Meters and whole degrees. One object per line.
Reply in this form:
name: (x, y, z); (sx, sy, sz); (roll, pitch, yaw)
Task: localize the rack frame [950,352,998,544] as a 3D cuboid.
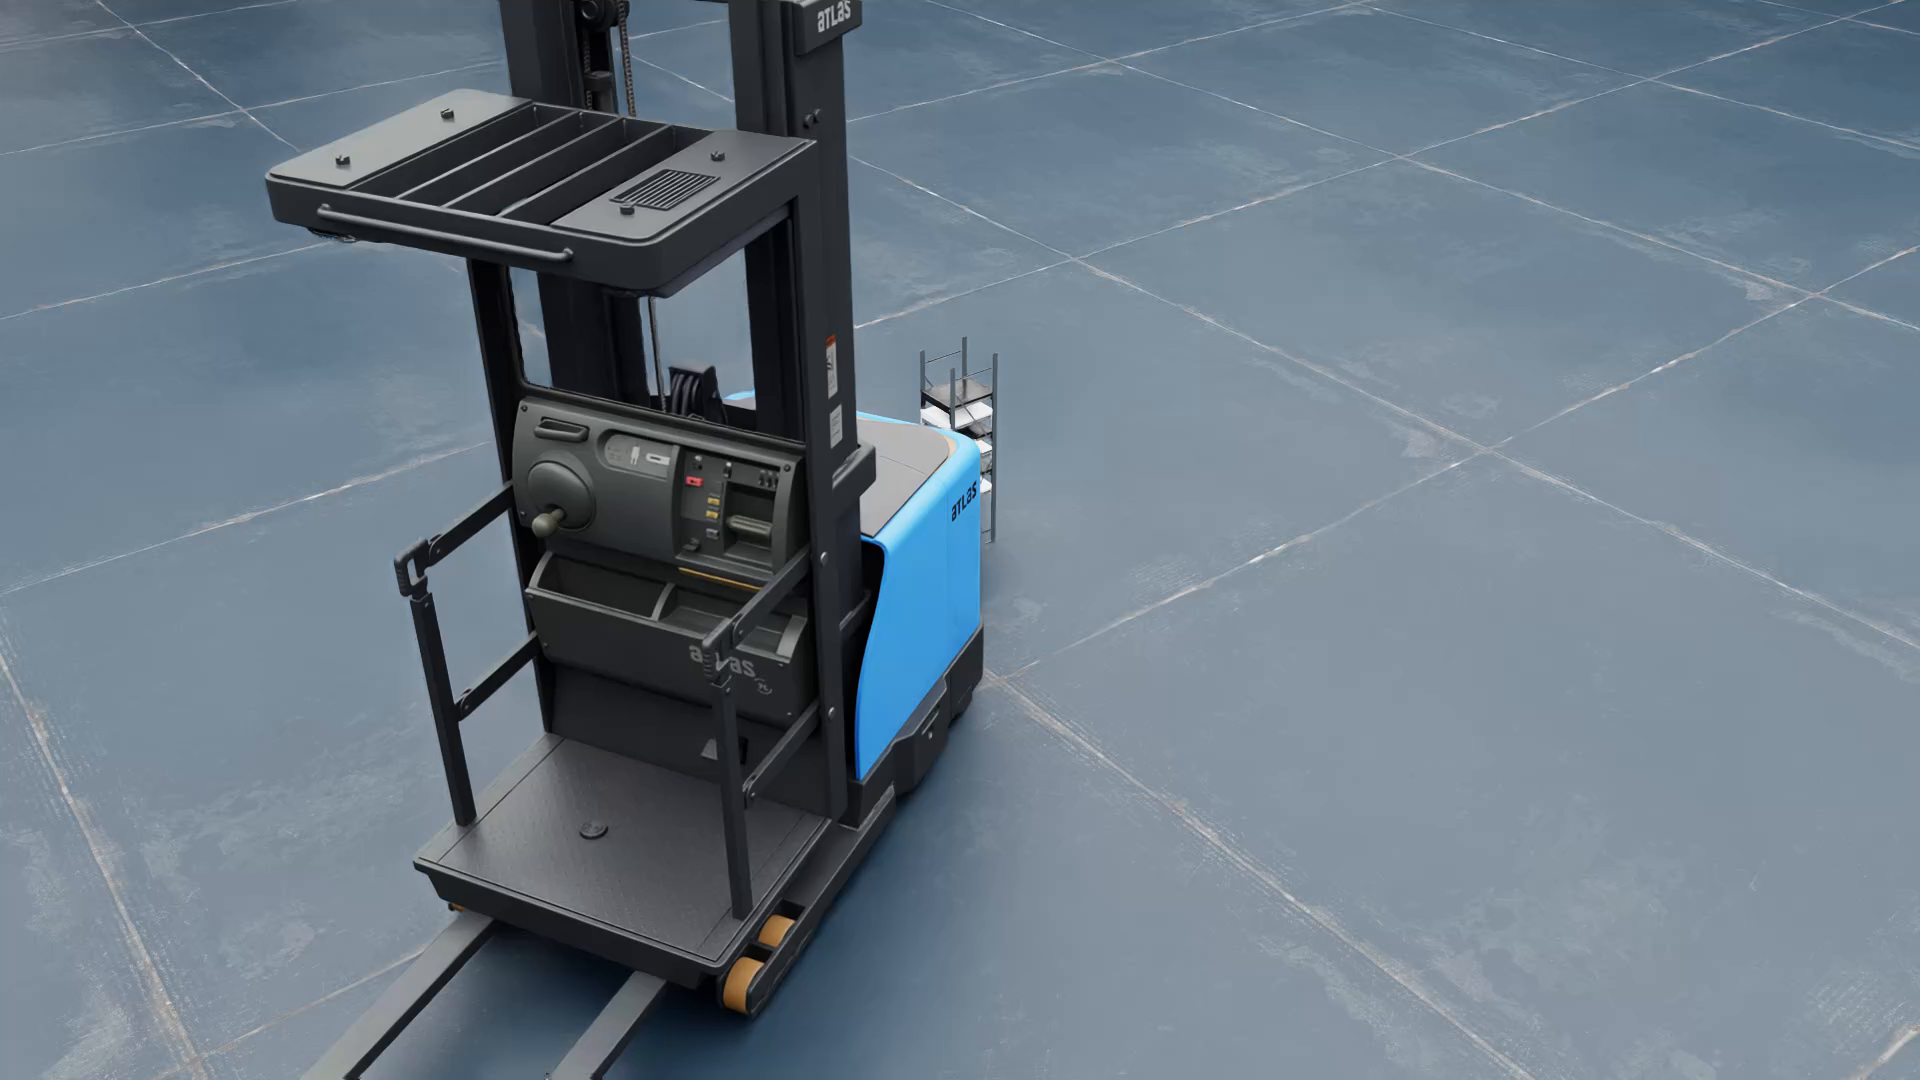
rack frame: (0.057, -0.343, 6.950); (0.240, 0.900, 0.006); (-22, 38, -31)

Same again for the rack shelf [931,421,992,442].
rack shelf: (-0.005, -0.434, 6.988); (0.258, 0.077, 0.200); (-22, 38, -31)

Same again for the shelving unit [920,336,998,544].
shelving unit: (-0.005, -0.386, 7.018); (0.258, 0.900, 0.210); (-22, 38, -31)

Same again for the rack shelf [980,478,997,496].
rack shelf: (-0.005, -0.204, 7.131); (0.258, 0.077, 0.200); (-22, 38, -31)

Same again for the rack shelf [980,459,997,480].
rack shelf: (-0.005, -0.281, 7.083); (0.258, 0.077, 0.200); (-22, 38, -31)

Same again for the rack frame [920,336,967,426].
rack frame: (-0.067, -0.428, 7.086); (0.240, 0.900, 0.006); (-22, 38, -31)

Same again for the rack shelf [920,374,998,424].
rack shelf: (-0.005, -0.587, 6.893); (0.258, 0.077, 0.200); (-22, 38, -31)

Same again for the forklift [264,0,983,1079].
forklift: (-0.974, -0.089, 4.616); (1.130, 2.935, 3.031); (13, 34, 20)

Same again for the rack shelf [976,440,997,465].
rack shelf: (-0.005, -0.357, 7.036); (0.258, 0.077, 0.200); (-22, 38, -31)

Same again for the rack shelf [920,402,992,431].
rack shelf: (-0.005, -0.510, 6.941); (0.258, 0.077, 0.200); (-22, 38, -31)
